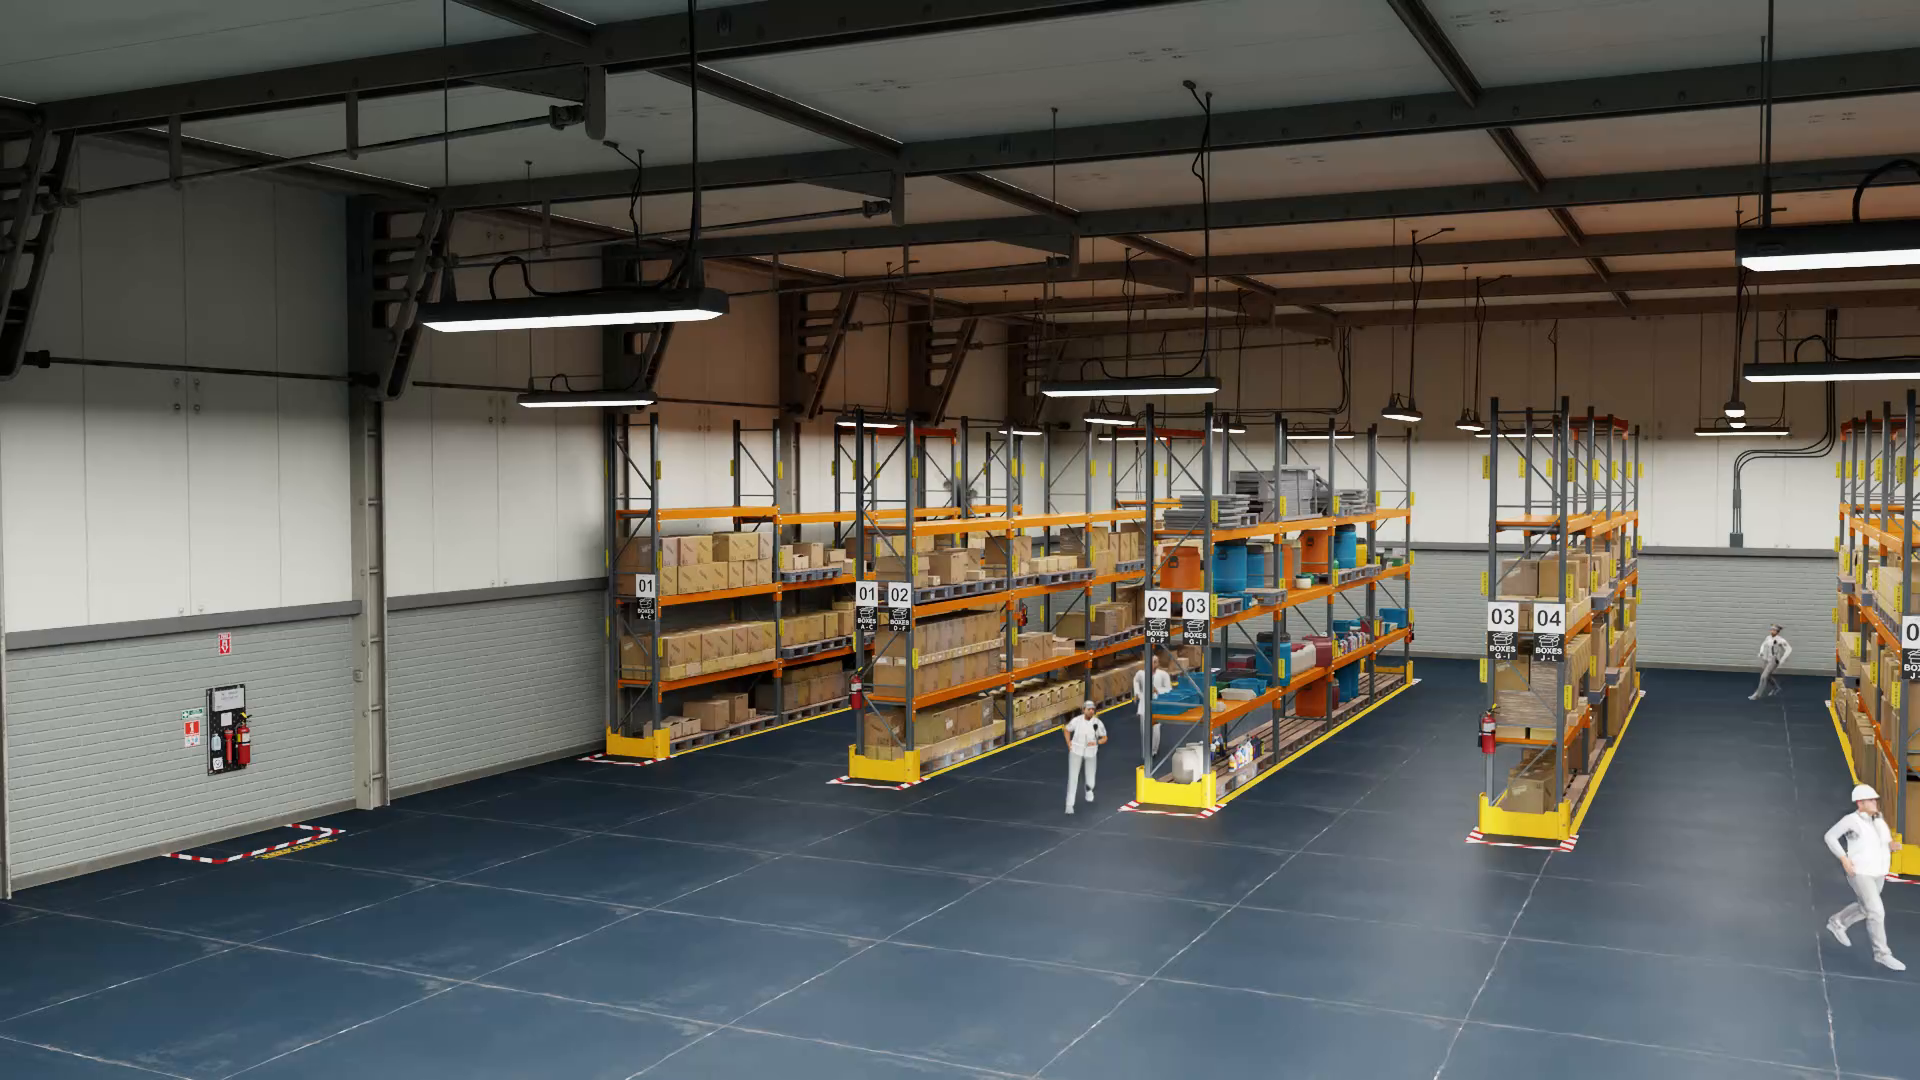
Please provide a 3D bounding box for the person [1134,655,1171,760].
[{"bbox_3d":[3.323,2.906,28.818,0.684,1.813,0.745,0,2,11],"label":"person"}]

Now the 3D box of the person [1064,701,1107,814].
[{"bbox_3d":[1.856,3.186,24.575,0.637,1.630,0.768,0,2,2],"label":"person"}]

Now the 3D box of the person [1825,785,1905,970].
[{"bbox_3d":[9.223,3.377,16.925,0.655,1.763,0.964,-1,3,-26],"label":"person"}]

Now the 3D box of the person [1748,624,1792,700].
[{"bbox_3d":[17.608,2.640,36.080,0.924,1.660,0.678,-1,3,-17],"label":"person"}]
